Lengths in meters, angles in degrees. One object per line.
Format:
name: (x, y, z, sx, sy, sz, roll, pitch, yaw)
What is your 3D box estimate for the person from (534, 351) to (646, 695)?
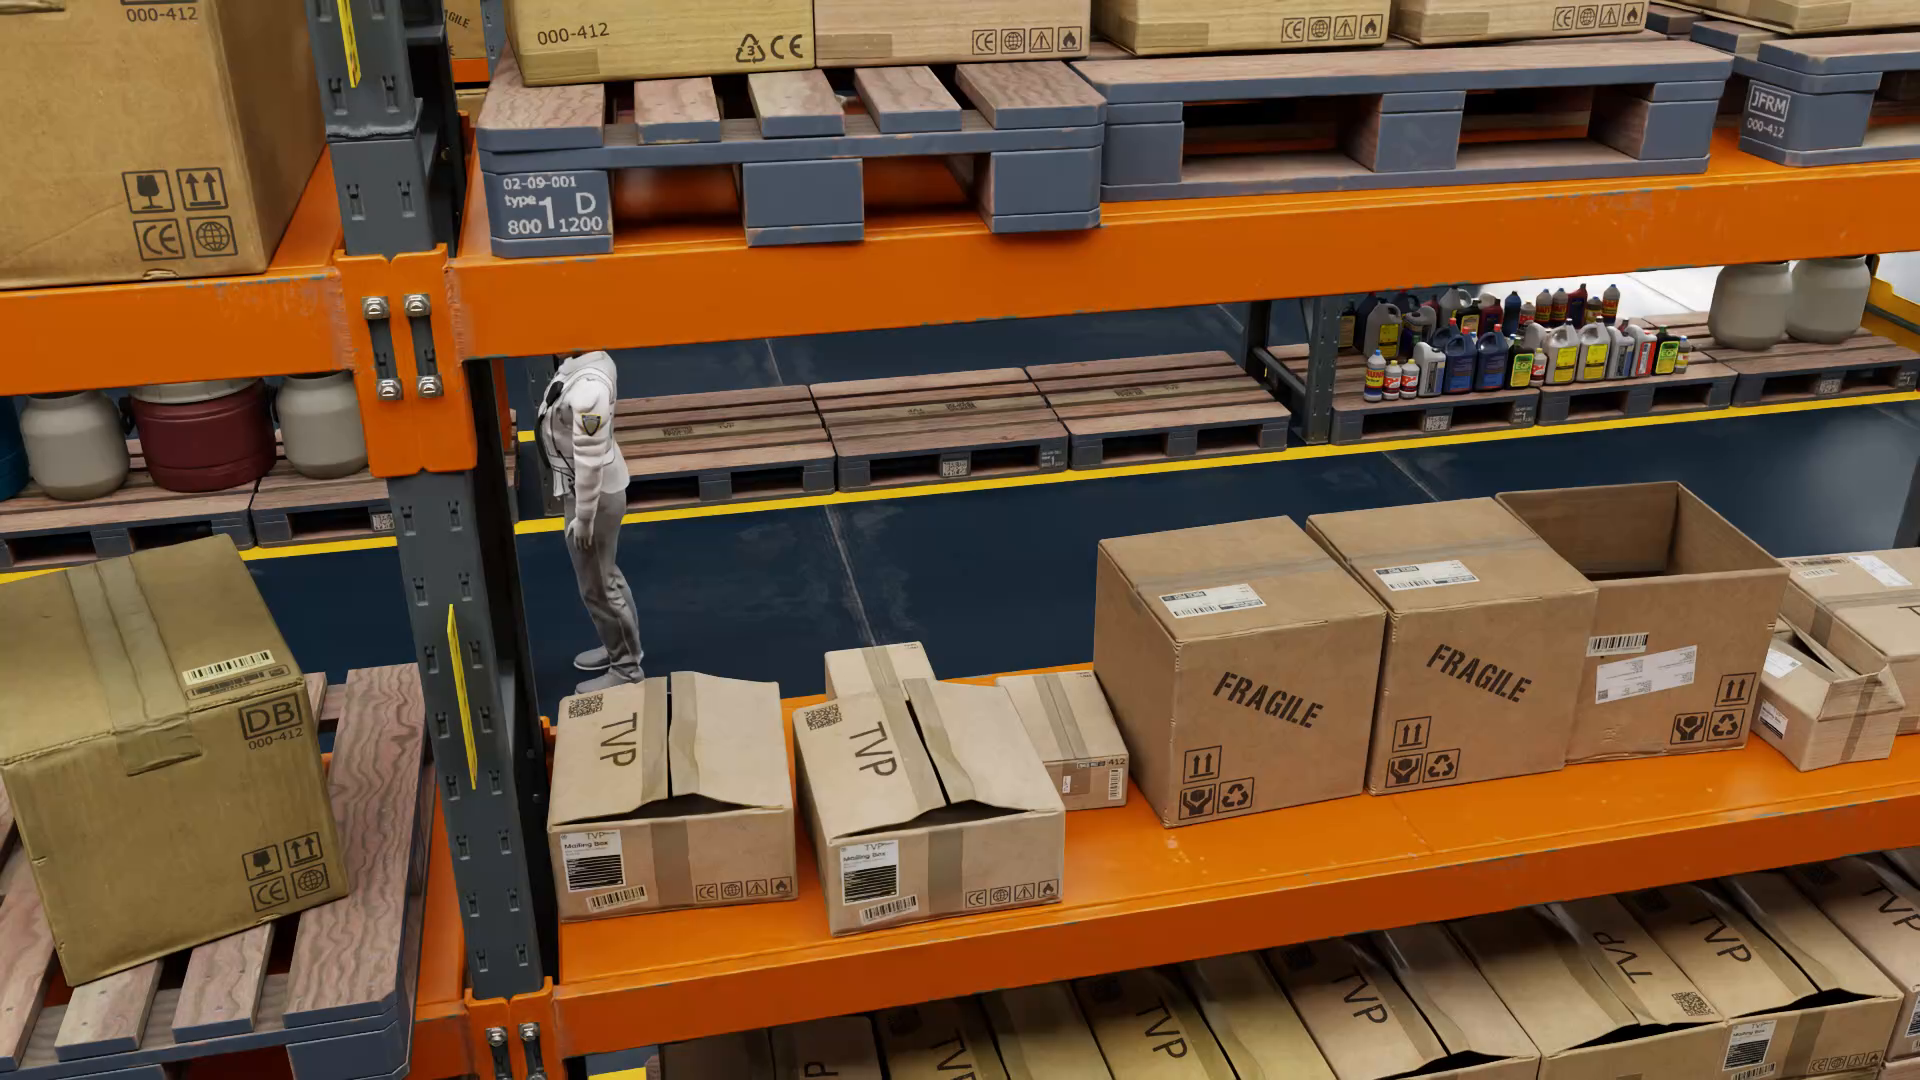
person: (-1.438, -0.166, 6.439, 0.331, 1.672, 0.467, -5, 27, -10)
